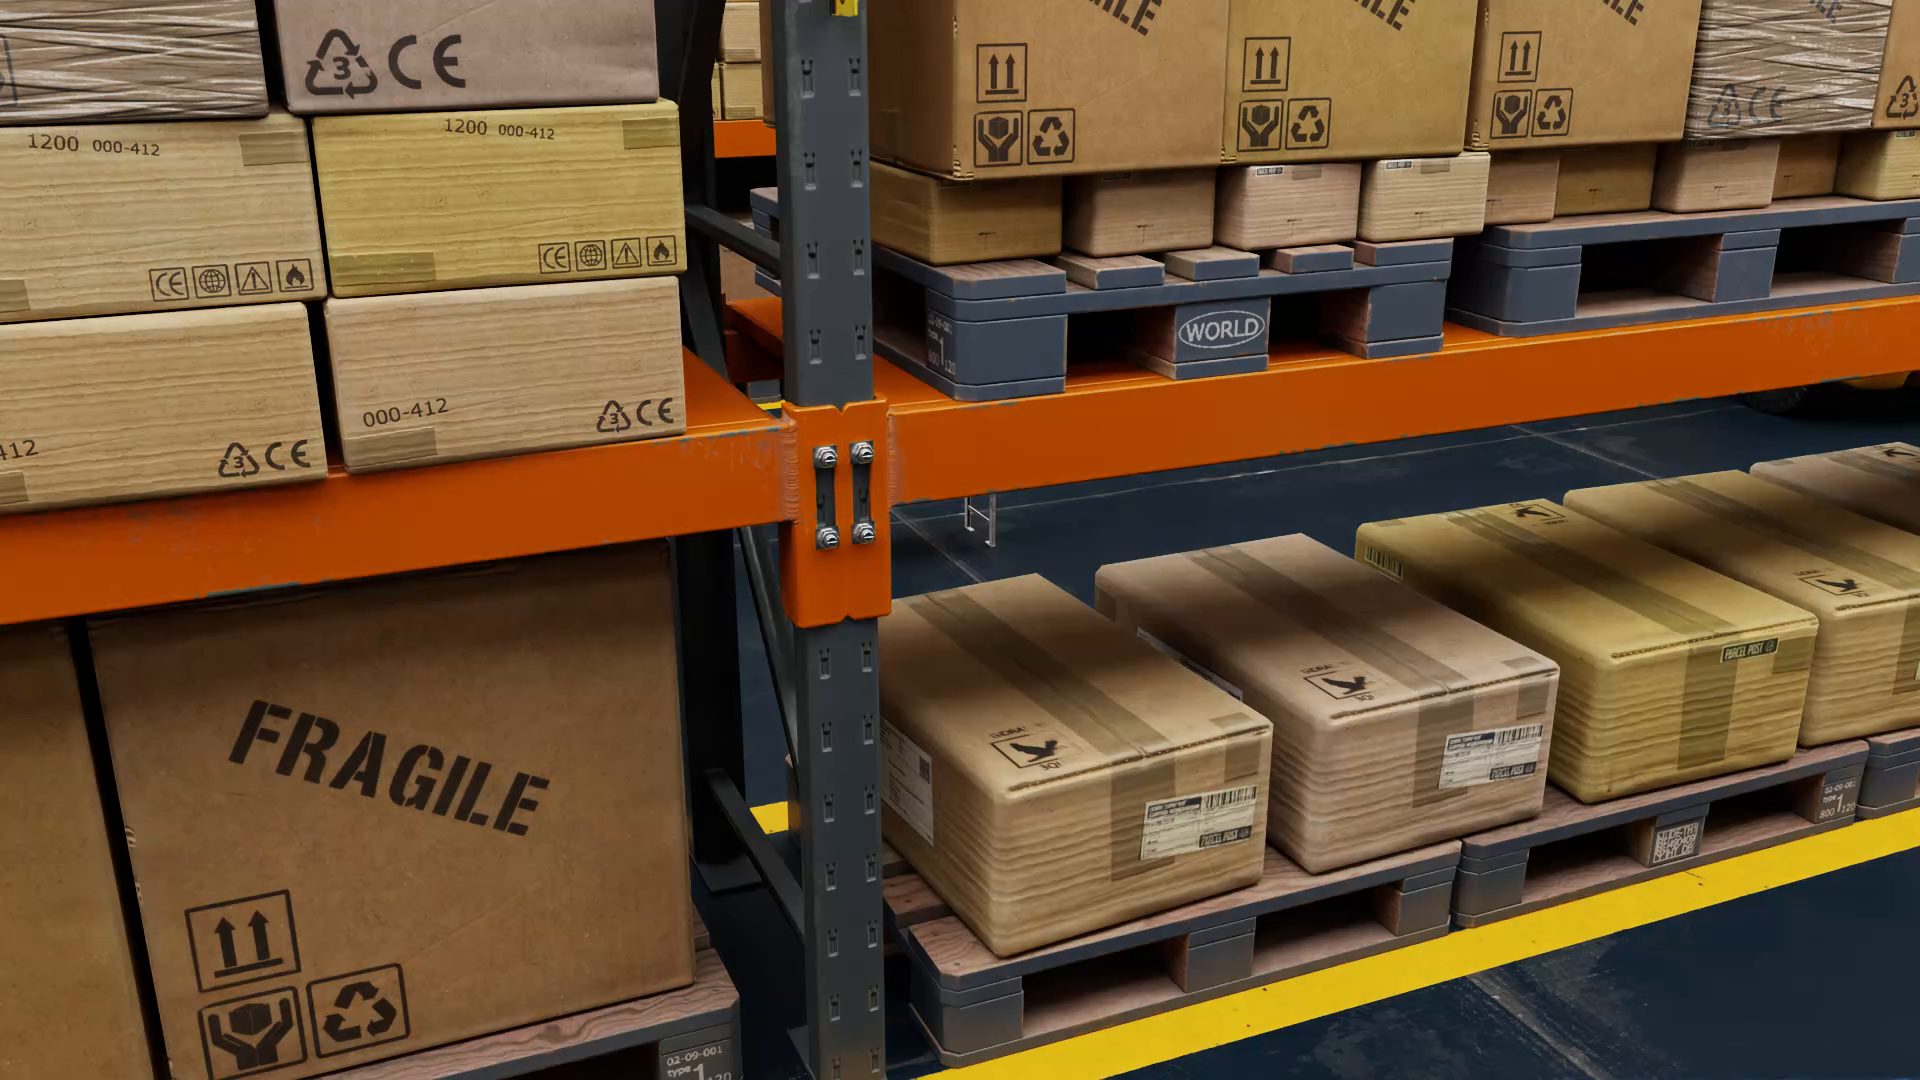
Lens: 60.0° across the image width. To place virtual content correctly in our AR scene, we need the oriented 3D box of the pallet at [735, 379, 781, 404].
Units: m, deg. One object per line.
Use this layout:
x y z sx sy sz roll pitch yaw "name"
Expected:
-1.589 -0.829 8.058 1.213 0.211 1.003 -8 21 -22 "pallet"

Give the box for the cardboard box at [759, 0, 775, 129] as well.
-0.083 -1.065 3.298 0.500 0.500 0.500 -9 21 -23 "cardboard box"

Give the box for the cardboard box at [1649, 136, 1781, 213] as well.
1.485 -0.798 3.518 0.250 0.149 0.380 -7 21 -20 "cardboard box"

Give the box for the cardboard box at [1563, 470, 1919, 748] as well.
2.143 0.146 4.415 0.625 0.372 0.950 -7 21 -19 "cardboard box"

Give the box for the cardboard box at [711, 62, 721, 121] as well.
-1.392 -2.025 7.484 0.500 0.250 0.500 -9 21 -23 "cardboard box"

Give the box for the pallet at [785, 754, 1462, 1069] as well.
0.328 0.678 3.777 1.213 0.211 1.003 -8 21 -22 "pallet"

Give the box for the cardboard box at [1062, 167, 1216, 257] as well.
0.255 -0.627 3.032 0.250 0.149 0.380 -10 22 -25 "cardboard box"

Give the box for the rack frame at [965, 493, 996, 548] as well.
0.072 -0.576 5.852 0.015 1.200 0.240 -8 21 -22 "rack frame"

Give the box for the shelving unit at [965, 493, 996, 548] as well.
-0.152 -0.544 5.761 0.503 1.200 0.258 -8 21 -22 "shelving unit"

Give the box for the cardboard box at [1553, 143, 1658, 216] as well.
1.219 -0.784 3.477 0.250 0.149 0.380 -7 21 -20 "cardboard box"

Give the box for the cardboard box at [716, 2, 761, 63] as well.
-0.908 -2.325 7.583 0.500 0.250 0.500 -9 21 -23 "cardboard box"

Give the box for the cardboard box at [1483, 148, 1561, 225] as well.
0.975 -0.734 3.337 0.250 0.149 0.380 -7 21 -19 "cardboard box"

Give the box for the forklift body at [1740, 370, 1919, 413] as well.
3.967 -1.894 8.163 1.214 2.155 2.313 -8 21 -22 "forklift body"

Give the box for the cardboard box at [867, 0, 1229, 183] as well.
0.115 -0.909 2.856 0.500 0.500 0.500 -9 21 -23 "cardboard box"

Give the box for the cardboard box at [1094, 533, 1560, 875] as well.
0.807 0.336 3.875 0.625 0.372 0.950 -9 21 -23 "cardboard box"

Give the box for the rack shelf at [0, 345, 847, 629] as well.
-2.227 0.068 2.396 4.000 0.370 1.077 -8 21 -22 "rack shelf"

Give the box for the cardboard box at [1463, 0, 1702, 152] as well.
1.075 -1.051 3.261 0.500 0.500 0.500 -8 21 -21 "cardboard box"

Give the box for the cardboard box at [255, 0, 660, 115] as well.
-0.761 -0.906 2.421 0.500 0.500 0.500 -9 21 -23 "cardboard box"

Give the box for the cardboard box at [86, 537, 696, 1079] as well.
-1.057 0.335 3.121 0.875 0.875 0.875 -8 21 -22 "cardboard box"

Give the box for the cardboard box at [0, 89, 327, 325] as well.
-1.204 -0.490 2.370 0.500 0.250 0.500 -9 21 -23 "cardboard box"

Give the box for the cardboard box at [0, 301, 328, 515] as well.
-1.215 -0.246 2.430 0.500 0.250 0.500 -8 21 -21 "cardboard box"

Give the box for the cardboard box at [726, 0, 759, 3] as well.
-1.026 -2.510 7.508 0.250 0.149 0.380 -8 21 -21 "cardboard box"

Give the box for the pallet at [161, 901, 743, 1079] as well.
-1.144 0.862 3.257 1.213 0.211 1.003 -8 21 -22 "pallet"

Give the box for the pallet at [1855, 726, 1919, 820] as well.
2.568 0.357 4.689 1.213 0.211 1.003 -8 21 -22 "pallet"

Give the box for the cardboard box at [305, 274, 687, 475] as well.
-0.752 -0.318 2.635 0.500 0.250 0.500 -9 21 -24 "cardboard box"

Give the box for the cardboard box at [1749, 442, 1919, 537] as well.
2.802 0.050 4.687 0.625 0.372 0.950 -8 21 -21 "cardboard box"

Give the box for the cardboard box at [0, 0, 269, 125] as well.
-1.229 -0.836 2.222 0.500 0.500 0.500 -8 21 -21 "cardboard box"

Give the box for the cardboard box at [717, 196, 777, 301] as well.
-1.185 -1.292 8.118 0.625 0.625 0.875 -7 21 -20 "cardboard box"

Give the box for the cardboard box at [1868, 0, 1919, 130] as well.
2.018 -1.184 3.637 0.500 0.500 0.500 -7 21 -20 "cardboard box"

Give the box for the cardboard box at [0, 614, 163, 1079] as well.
-1.878 0.451 2.791 0.875 0.875 0.875 -8 21 -21 "cardboard box"

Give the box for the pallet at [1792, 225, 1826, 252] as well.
2.523 -0.914 4.390 1.213 0.211 1.003 -8 21 -22 "pallet"

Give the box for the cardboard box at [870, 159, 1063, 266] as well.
-0.018 -0.600 2.956 0.250 0.149 0.380 -9 22 -25 "cardboard box"

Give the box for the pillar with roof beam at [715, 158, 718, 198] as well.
0.185 -4.011 3.864 0.400 9.000 9.100 -8 21 -22 "pillar with roof beam"

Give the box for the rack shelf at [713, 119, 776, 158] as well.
-0.523 -1.971 8.188 4.000 0.370 1.077 -8 21 -22 "rack shelf"

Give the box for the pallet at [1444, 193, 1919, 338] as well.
1.411 -0.717 3.831 1.213 0.211 1.003 -8 21 -22 "pallet"

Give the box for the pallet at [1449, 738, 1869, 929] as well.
1.446 0.519 4.230 1.213 0.211 1.003 -8 21 -22 "pallet"

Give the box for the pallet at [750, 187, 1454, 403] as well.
0.222 -0.570 3.414 1.003 0.211 1.213 -8 21 -22 "pallet"

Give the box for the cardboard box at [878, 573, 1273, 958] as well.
0.132 0.436 3.593 0.625 0.372 0.950 -10 22 -26 "cardboard box"

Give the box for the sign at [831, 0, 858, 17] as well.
-0.167 -0.912 2.352 0.005 0.325 0.100 -8 21 -22 "sign"

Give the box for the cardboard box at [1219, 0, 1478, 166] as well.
0.590 -0.979 3.056 0.500 0.500 0.500 -7 21 -19 "cardboard box"

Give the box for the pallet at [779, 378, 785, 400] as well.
-0.470 -0.988 8.510 1.213 0.211 1.003 -8 21 -22 "pallet"

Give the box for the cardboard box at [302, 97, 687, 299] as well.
-0.734 -0.558 2.564 0.500 0.250 0.500 -8 21 -22 "cardboard box"

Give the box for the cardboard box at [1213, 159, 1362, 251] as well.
0.524 -0.649 3.095 0.250 0.149 0.380 -10 22 -25 "cardboard box"

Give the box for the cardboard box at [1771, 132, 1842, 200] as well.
1.694 -0.855 3.681 0.250 0.149 0.380 -9 21 -24 "cardboard box"

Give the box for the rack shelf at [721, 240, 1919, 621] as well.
1.446 -0.458 3.890 4.000 0.370 1.077 -8 21 -22 "rack shelf"

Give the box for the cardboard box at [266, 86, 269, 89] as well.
-1.392 -0.995 2.675 0.500 0.500 0.500 -8 21 -22 "cardboard box"

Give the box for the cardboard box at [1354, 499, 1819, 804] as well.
1.505 0.238 4.154 0.625 0.372 0.950 -7 21 -20 "cardboard box"

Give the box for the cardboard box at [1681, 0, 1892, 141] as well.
1.537 -1.115 3.441 0.500 0.500 0.500 -9 21 -24 "cardboard box"

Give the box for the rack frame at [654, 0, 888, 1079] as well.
-0.390 -0.535 3.024 0.127 3.000 1.000 -8 21 -22 "rack frame"

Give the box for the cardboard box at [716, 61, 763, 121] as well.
-0.922 -2.095 7.682 0.500 0.250 0.500 -9 21 -24 "cardboard box"

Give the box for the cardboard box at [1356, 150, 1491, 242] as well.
0.785 -0.679 3.180 0.250 0.149 0.380 -8 21 -22 "cardboard box"

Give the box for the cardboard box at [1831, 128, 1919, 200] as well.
1.977 -0.859 3.690 0.250 0.149 0.380 -8 21 -22 "cardboard box"
